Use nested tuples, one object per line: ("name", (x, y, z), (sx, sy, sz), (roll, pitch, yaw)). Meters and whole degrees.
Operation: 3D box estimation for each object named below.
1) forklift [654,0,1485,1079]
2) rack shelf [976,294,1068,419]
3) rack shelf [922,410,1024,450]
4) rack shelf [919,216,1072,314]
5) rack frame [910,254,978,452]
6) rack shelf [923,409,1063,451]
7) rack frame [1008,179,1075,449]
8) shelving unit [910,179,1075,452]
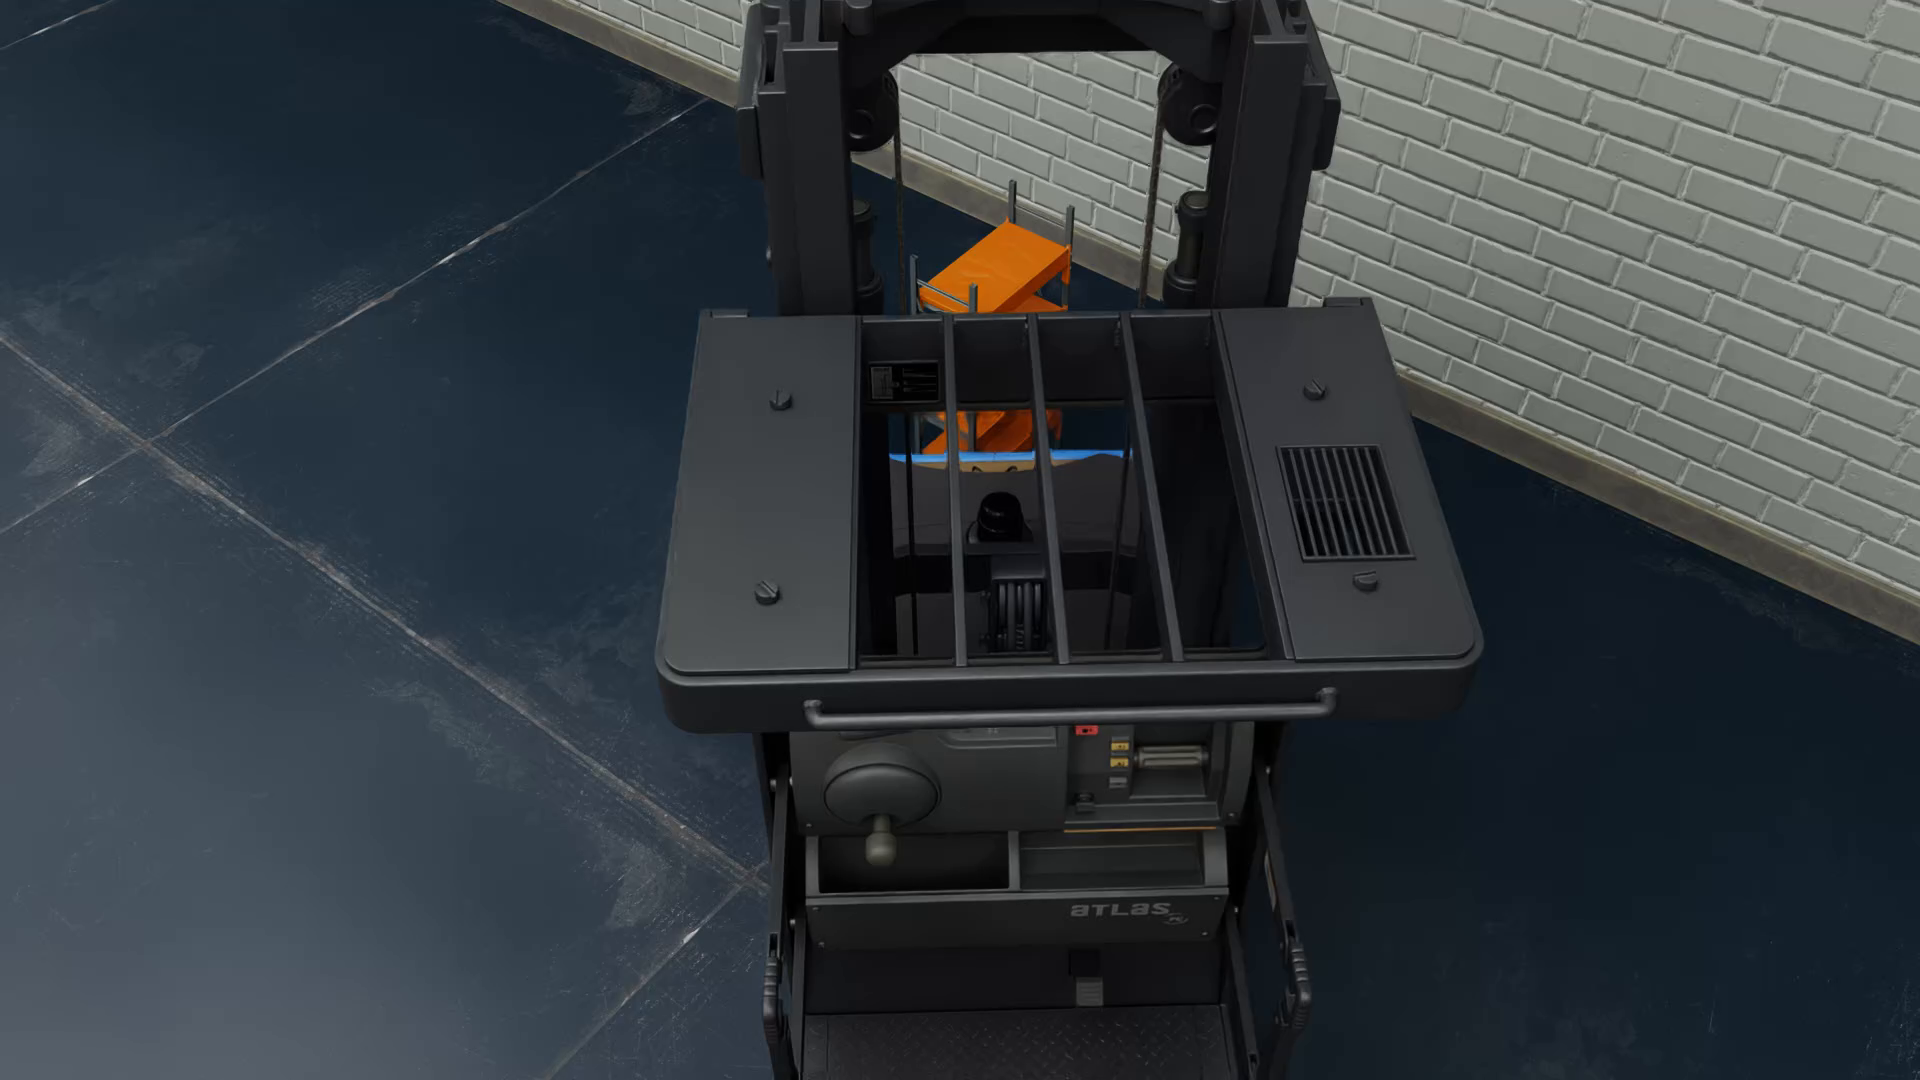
("forklift", (0.134, 0.549, 3.198), (1.130, 2.935, 3.031), (-1, 46, -1))
("rack shelf", (0.101, -0.617, 5.294), (0.258, 0.148, 0.480), (29, 53, 25))
("rack shelf", (0.101, -0.463, 5.455), (0.258, 0.148, 0.480), (29, 53, 25))
("rack shelf", (0.101, -0.781, 5.122), (0.258, 0.148, 0.480), (29, 53, 25))
("rack frame", (-0.048, -0.370, 5.273), (0.240, 1.200, 0.015), (29, 53, 25))
("rack shelf", (0.101, -0.326, 5.599), (0.258, 0.148, 0.480), (29, 53, 25))
("rack frame", (0.250, -0.649, 5.540), (0.240, 1.200, 0.015), (29, 53, 25))
("shelving unit", (0.101, -0.509, 5.407), (0.258, 1.200, 0.503), (29, 53, 25))
